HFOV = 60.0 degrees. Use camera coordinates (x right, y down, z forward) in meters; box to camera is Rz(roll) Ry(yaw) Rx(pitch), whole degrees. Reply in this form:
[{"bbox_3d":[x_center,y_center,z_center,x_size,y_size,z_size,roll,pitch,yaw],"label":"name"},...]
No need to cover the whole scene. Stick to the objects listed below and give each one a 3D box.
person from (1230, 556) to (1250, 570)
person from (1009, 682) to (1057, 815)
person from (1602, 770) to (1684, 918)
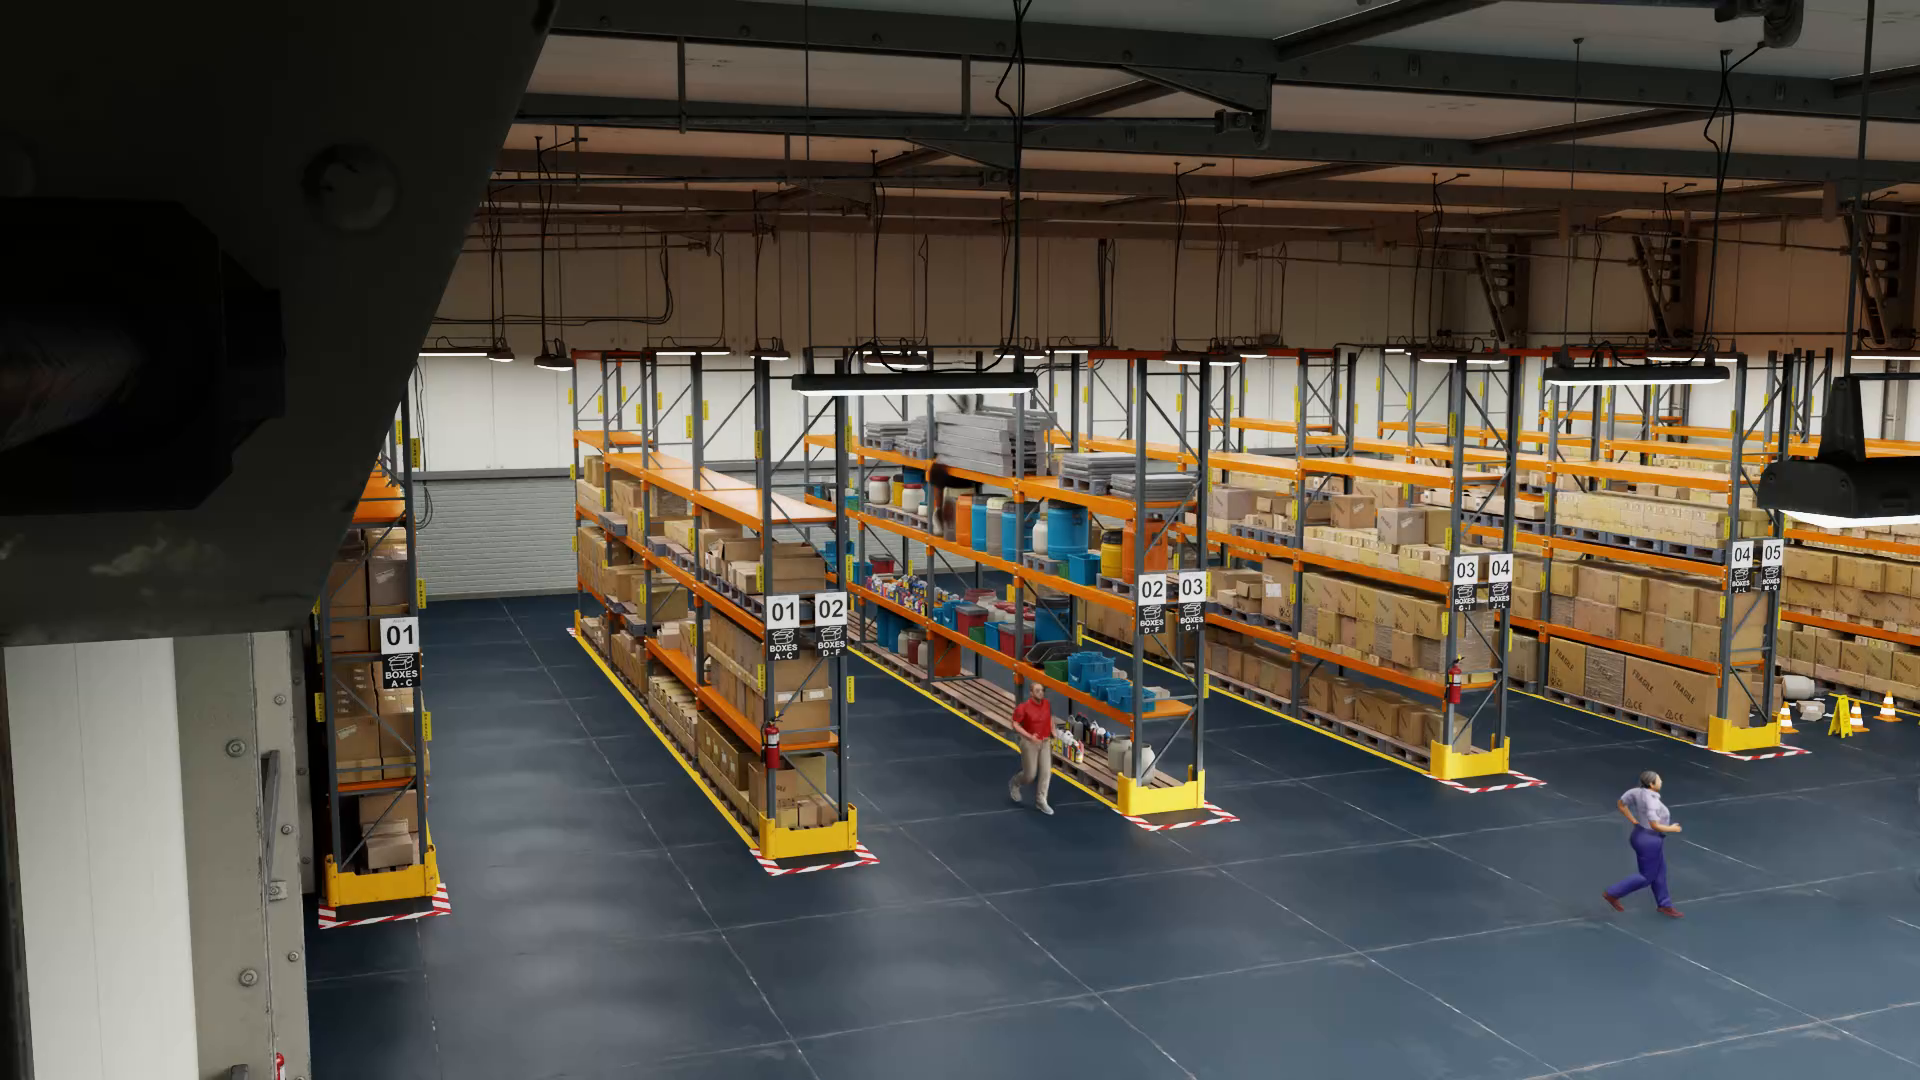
[{"bbox_3d":[6.916,0.330,41.547,0.897,1.645,0.664,5,9,37],"label":"person"},{"bbox_3d":[0.988,2.742,22.194,0.689,1.725,0.794,-4,8,-32],"label":"person"},{"bbox_3d":[7.417,3.302,17.986,0.931,1.645,0.619,0,7,2],"label":"person"}]
